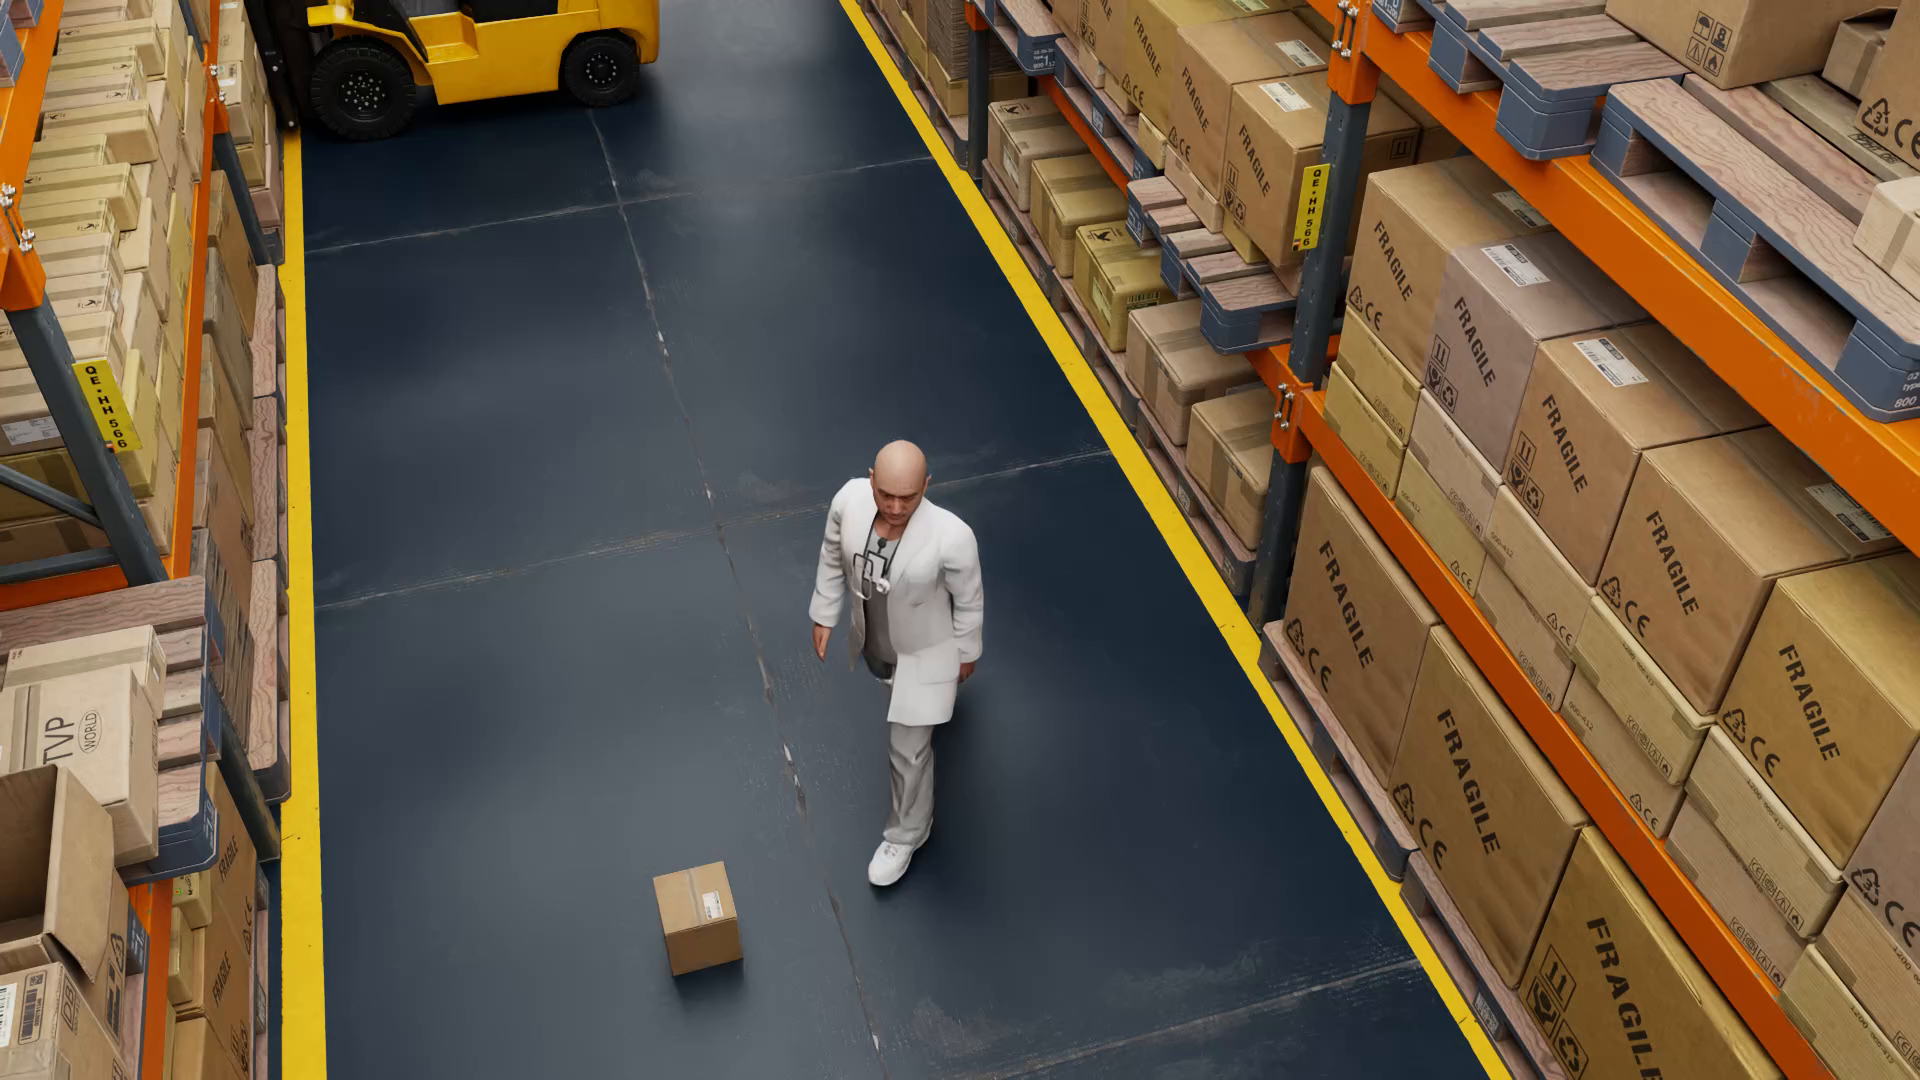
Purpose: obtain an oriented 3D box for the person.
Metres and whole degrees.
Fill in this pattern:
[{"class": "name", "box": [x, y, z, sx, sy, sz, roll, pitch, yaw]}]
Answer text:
[{"class": "person", "box": [-0.220, 0.262, 5.881, 0.710, 1.744, 1.006, 26, 48, 26]}]
